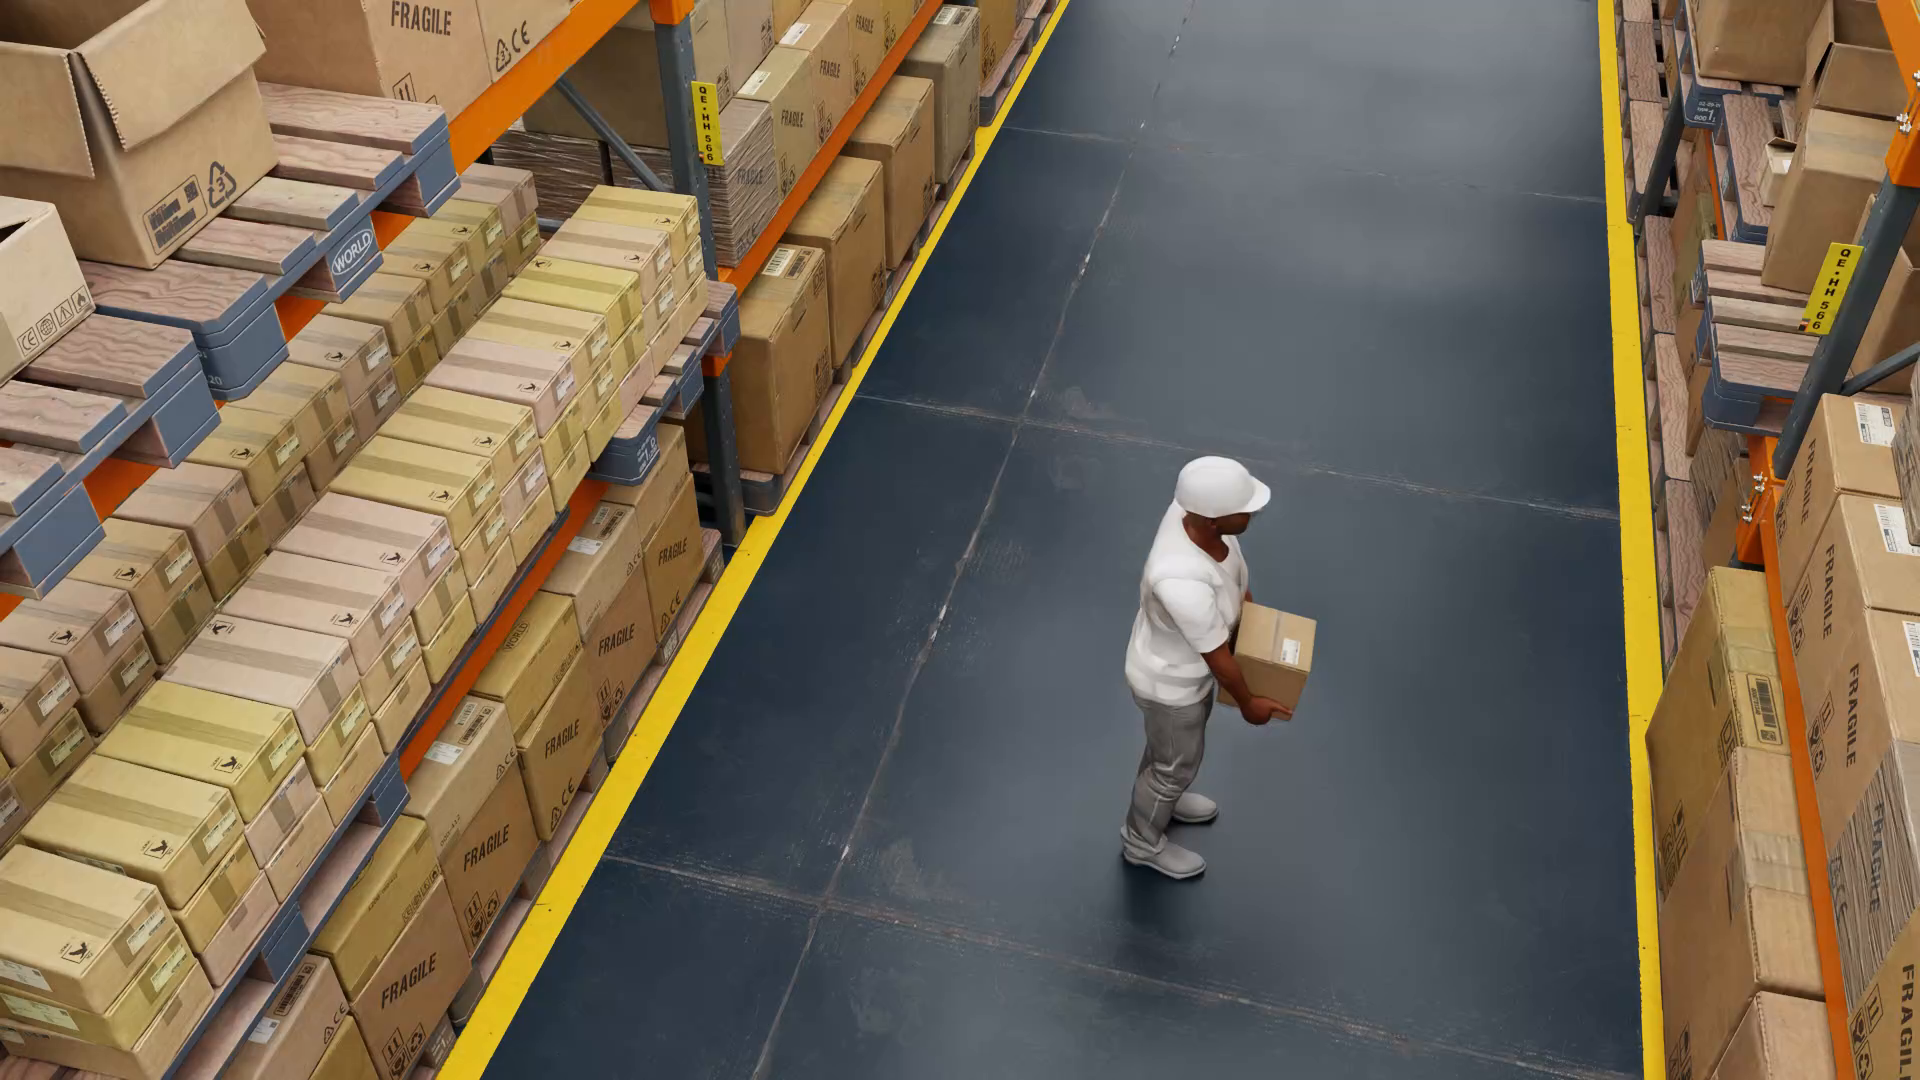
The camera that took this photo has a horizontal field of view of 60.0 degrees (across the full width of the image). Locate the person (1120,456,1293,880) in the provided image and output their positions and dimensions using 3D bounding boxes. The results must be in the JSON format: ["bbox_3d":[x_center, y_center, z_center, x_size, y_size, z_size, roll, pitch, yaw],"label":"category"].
[{"bbox_3d":[0.849,0.439,5.633,0.576,1.761,0.505,9,42,11],"label":"person"}]
